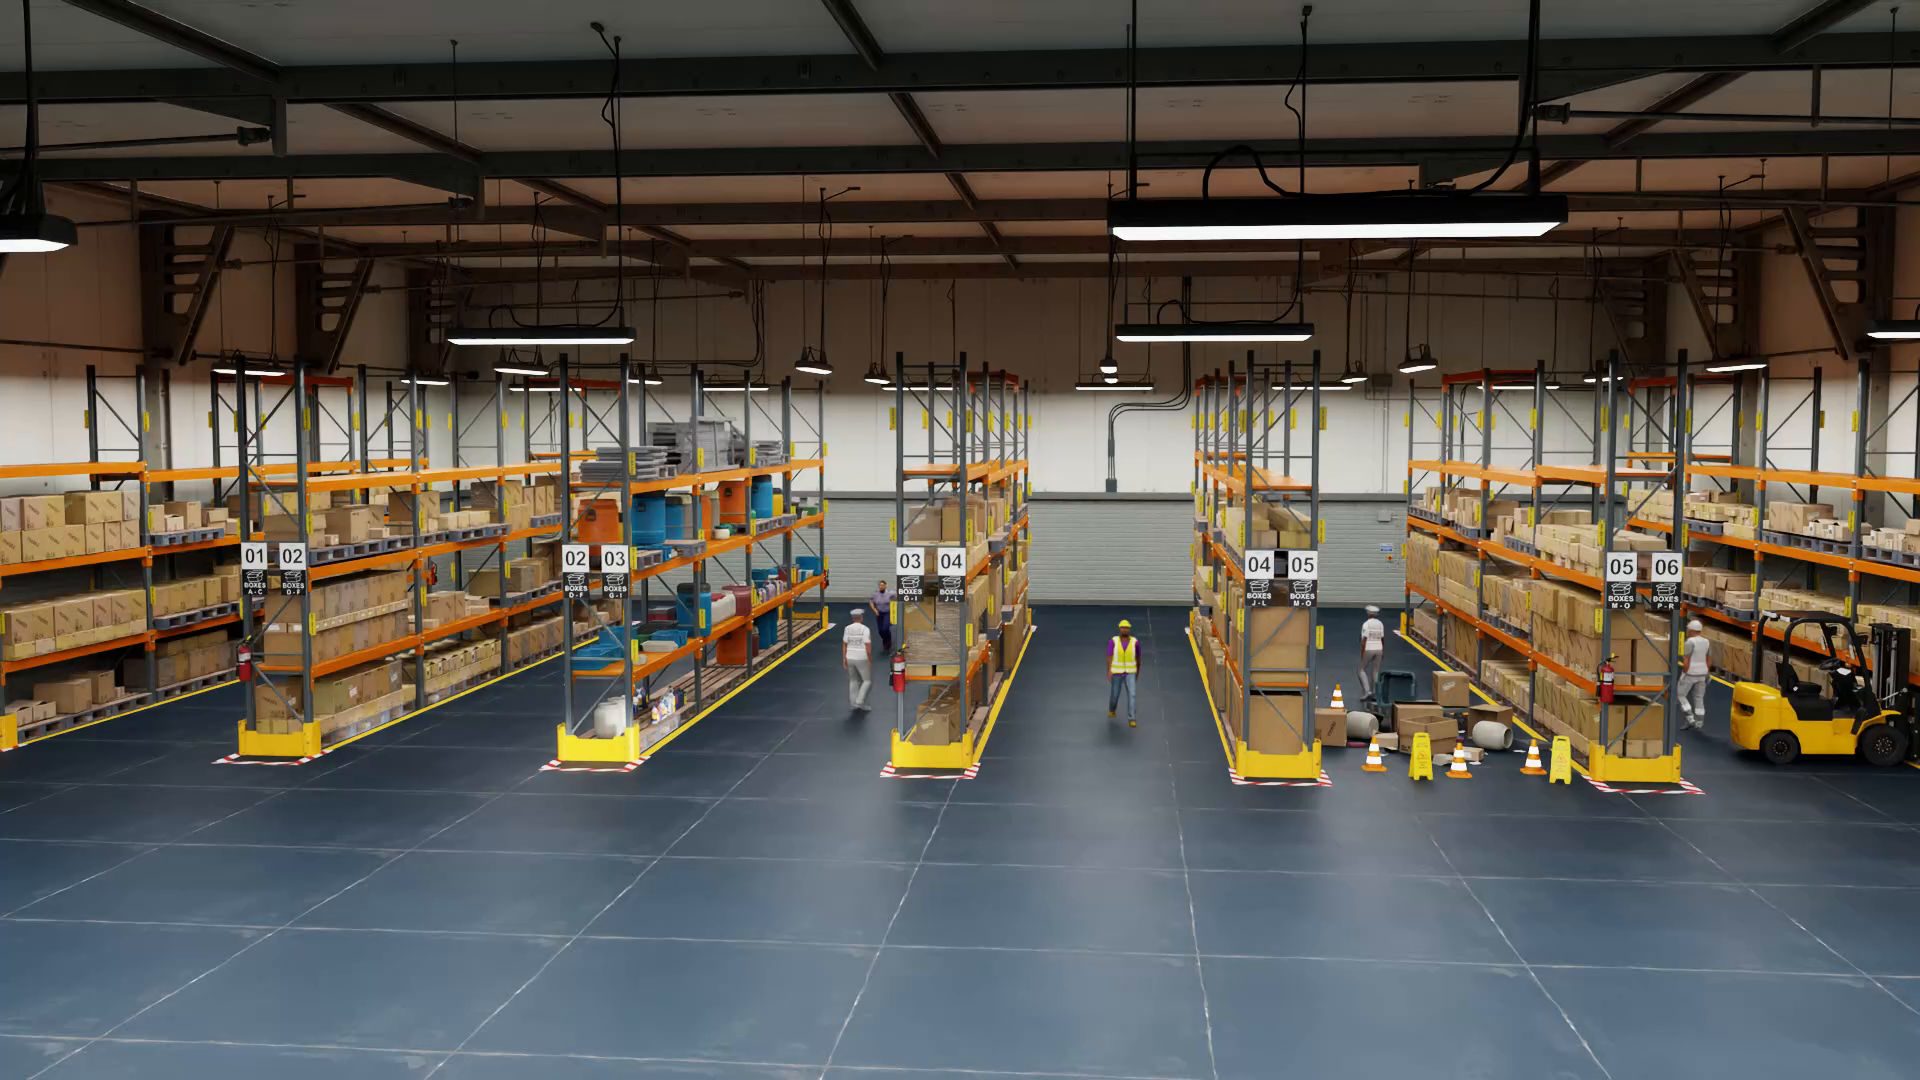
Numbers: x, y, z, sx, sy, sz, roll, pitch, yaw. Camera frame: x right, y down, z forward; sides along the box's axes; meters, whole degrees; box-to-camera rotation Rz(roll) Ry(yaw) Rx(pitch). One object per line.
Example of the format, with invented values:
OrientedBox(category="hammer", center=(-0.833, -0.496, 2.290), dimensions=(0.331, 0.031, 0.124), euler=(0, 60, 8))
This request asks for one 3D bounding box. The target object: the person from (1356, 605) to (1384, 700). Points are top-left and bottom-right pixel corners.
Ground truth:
OrientedBox(category="person", center=(7.429, 2.048, 30.045), dimensions=(0.495, 1.718, 0.373), euler=(-2, 4, -21))

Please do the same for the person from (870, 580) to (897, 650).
OrientedBox(category="person", center=(-1.631, 1.644, 36.305), dimensions=(0.609, 1.562, 0.751), euler=(1, 4, 17))

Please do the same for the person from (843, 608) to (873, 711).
OrientedBox(category="person", center=(-1.778, 2.078, 28.828), dimensions=(0.576, 1.762, 0.533), euler=(2, 5, 29))

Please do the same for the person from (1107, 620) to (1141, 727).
OrientedBox(category="person", center=(2.702, 2.184, 27.397), dimensions=(0.596, 1.724, 1.036), euler=(0, 4, -4))

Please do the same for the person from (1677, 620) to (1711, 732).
OrientedBox(category="person", center=(11.895, 2.200, 26.931), dimensions=(0.593, 1.802, 0.403), euler=(-1, 4, -20))
